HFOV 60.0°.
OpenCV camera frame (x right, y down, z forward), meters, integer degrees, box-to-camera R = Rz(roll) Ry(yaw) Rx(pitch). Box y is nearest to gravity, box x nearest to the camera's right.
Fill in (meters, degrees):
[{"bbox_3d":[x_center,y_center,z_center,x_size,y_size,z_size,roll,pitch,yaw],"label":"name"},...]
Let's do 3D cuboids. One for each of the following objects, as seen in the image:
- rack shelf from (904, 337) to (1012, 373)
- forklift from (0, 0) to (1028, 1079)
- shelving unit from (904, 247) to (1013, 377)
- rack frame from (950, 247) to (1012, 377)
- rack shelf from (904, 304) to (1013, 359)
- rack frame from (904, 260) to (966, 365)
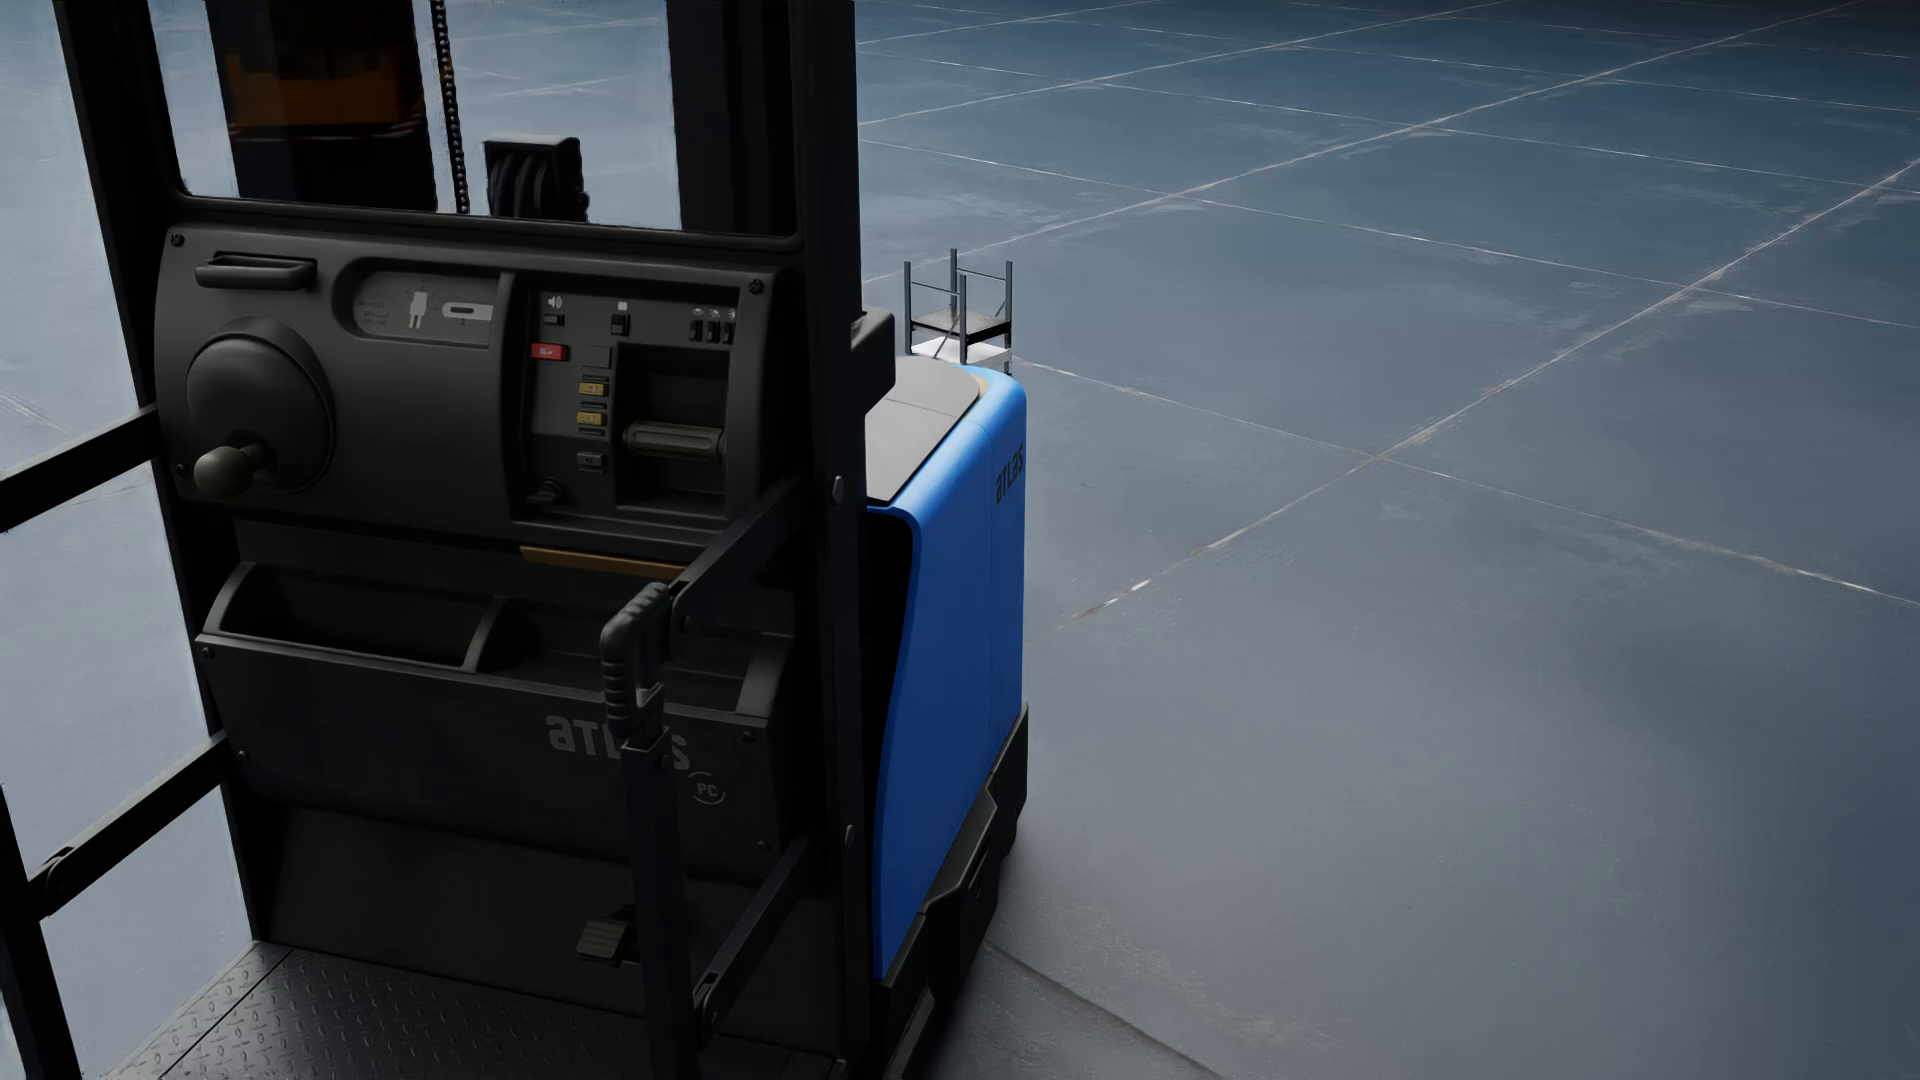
[{"bbox_3d":[-0.005,-0.542,5.000,0.258,0.077,0.200,20,31,38],"label":"rack shelf"},{"bbox_3d":[-0.748,-0.185,2.081,1.130,2.935,3.031,7,25,15],"label":"forklift"},{"bbox_3d":[-0.005,-0.408,5.060,0.258,0.900,0.210,20,31,38],"label":"shelving unit"},{"bbox_3d":[0.062,-0.439,5.129,0.240,0.900,0.006,20,31,38],"label":"rack frame"},{"bbox_3d":[-0.005,-0.624,4.964,0.258,0.077,0.200,20,31,38],"label":"rack shelf"},{"bbox_3d":[-0.073,-0.377,4.991,0.240,0.900,0.006,20,31,38],"label":"rack frame"}]
